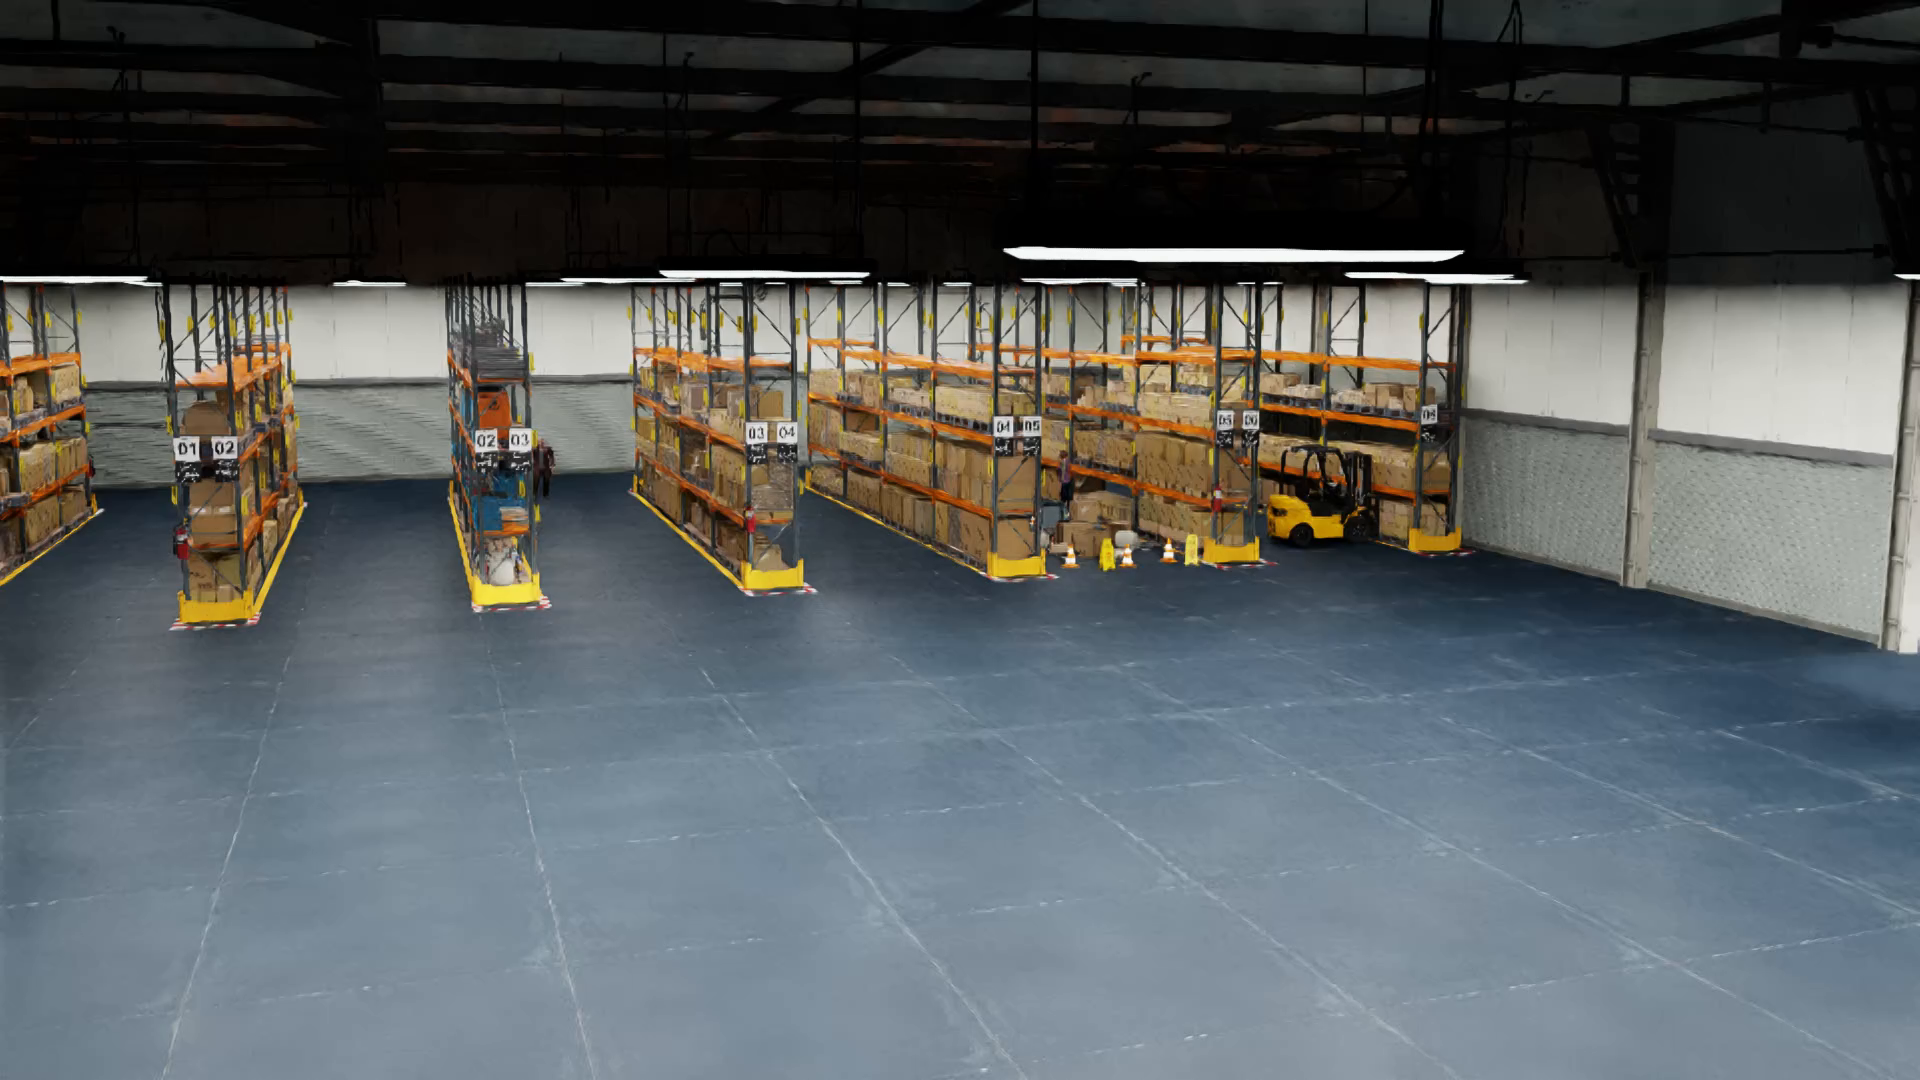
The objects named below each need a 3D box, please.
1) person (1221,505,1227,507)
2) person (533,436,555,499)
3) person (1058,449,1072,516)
[{"bbox_3d":[6.549,-1.554,42.551,0.589,1.719,0.669,1,9,7],"label":"person"},{"bbox_3d":[-11.460,-1.983,45.479,0.729,1.733,0.546,-3,9,-20],"label":"person"},{"bbox_3d":[2.490,-1.392,40.061,0.533,1.591,0.522,1,9,7],"label":"person"}]
